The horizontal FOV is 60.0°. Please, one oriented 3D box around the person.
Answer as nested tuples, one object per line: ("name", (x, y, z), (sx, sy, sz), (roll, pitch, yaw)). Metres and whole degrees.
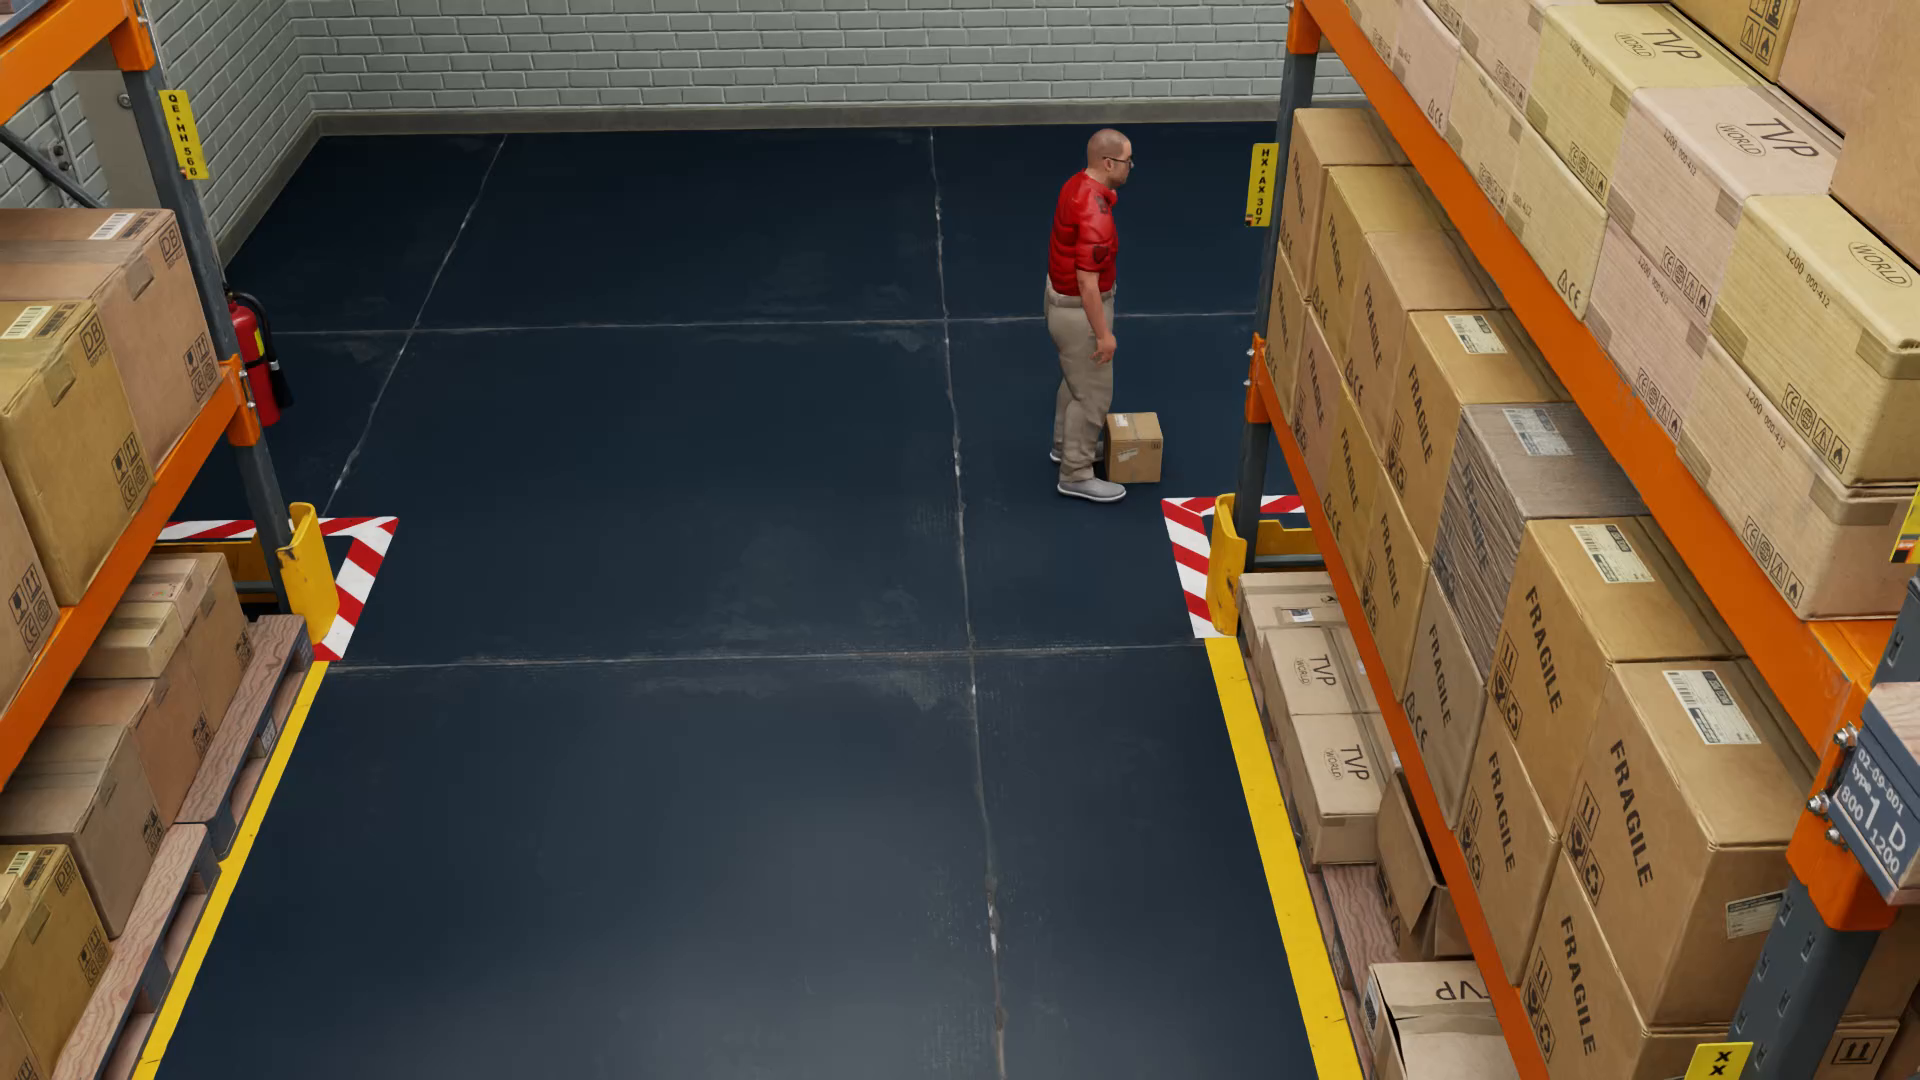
("person", (0.586, -1.046, 7.649), (0.388, 1.727, 0.598), (-3, 35, -4))
